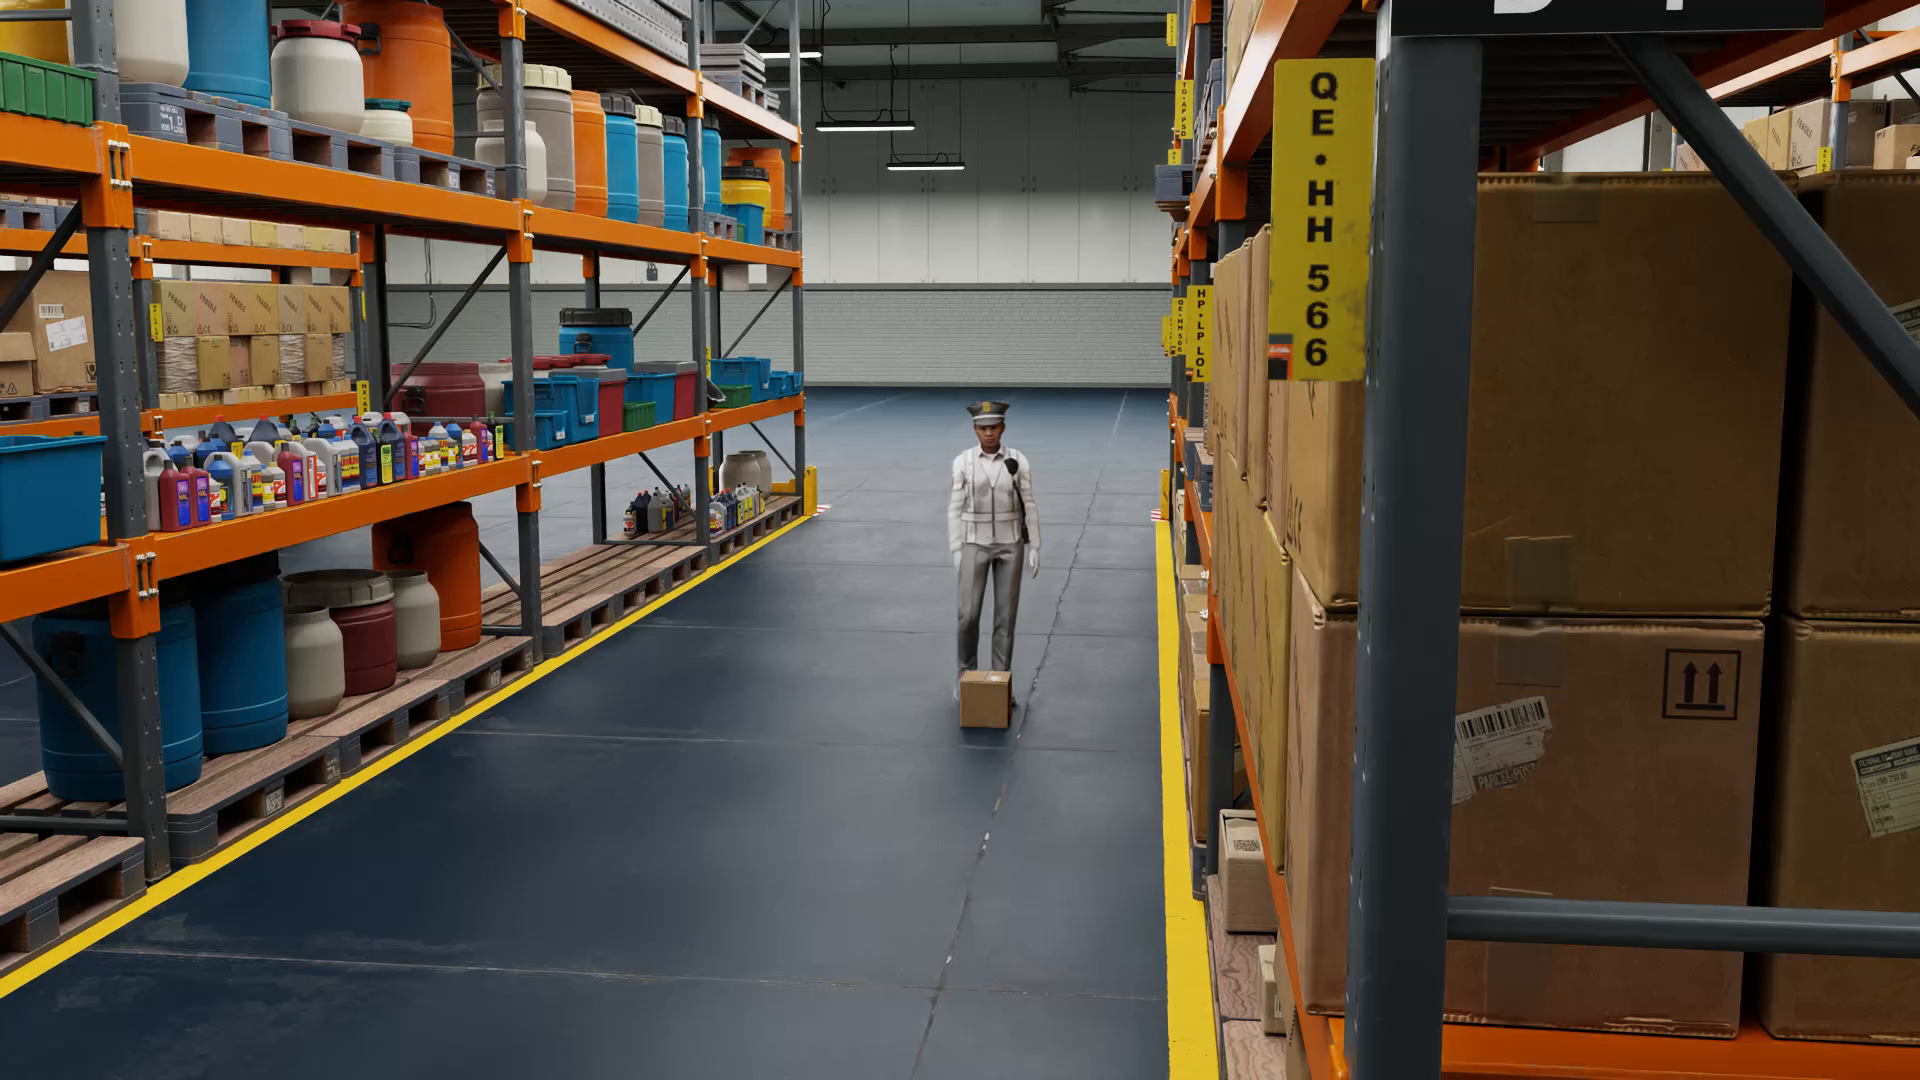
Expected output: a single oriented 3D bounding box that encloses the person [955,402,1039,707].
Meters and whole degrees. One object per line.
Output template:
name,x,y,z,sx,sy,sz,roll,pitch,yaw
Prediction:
person,0.199,0.079,9.157,0.468,1.681,0.363,1,8,8
